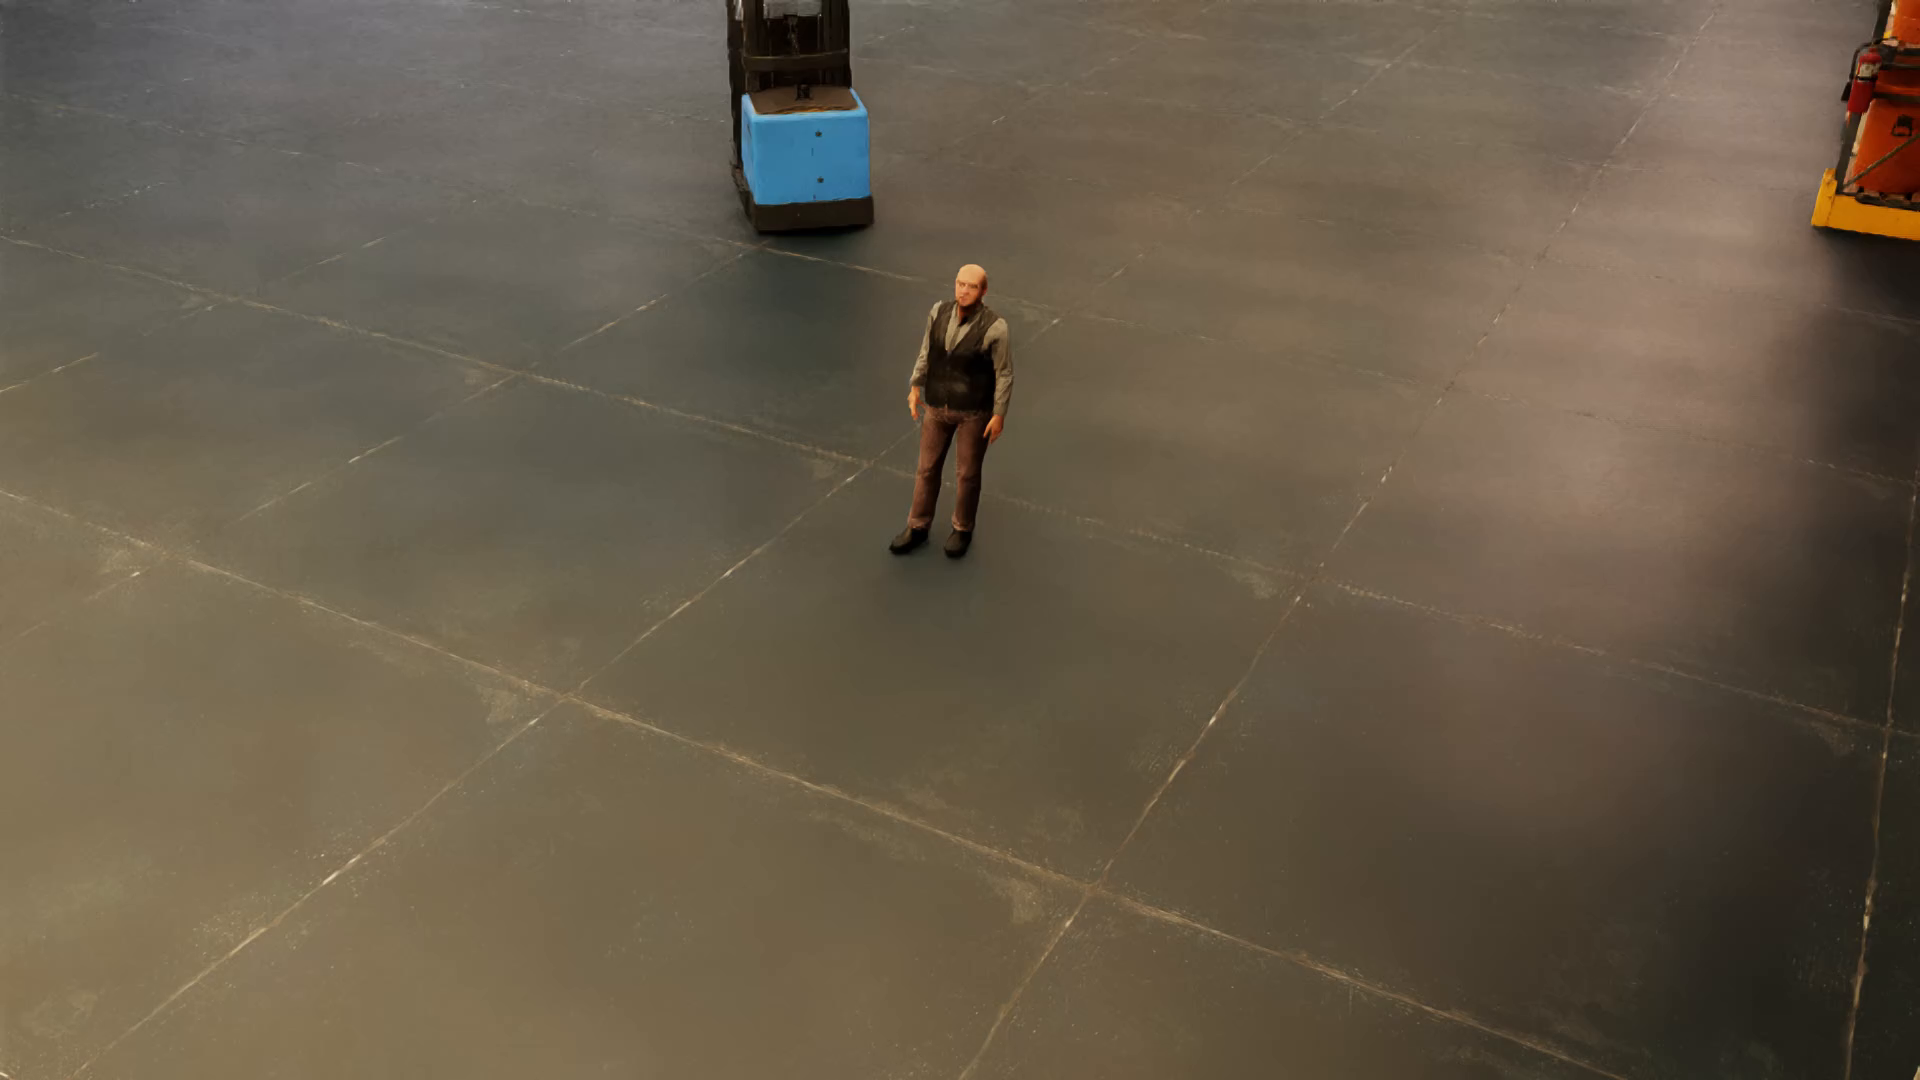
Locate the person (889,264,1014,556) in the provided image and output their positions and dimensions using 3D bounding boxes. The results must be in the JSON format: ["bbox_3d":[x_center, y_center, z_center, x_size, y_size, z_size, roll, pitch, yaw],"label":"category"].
[{"bbox_3d":[-0.037,-0.726,9.525,0.632,1.720,0.567,15,33,25],"label":"person"}]

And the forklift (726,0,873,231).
[{"bbox_3d":[-1.596,-4.690,15.198,1.130,2.935,3.031,-6,31,-11],"label":"forklift"}]
